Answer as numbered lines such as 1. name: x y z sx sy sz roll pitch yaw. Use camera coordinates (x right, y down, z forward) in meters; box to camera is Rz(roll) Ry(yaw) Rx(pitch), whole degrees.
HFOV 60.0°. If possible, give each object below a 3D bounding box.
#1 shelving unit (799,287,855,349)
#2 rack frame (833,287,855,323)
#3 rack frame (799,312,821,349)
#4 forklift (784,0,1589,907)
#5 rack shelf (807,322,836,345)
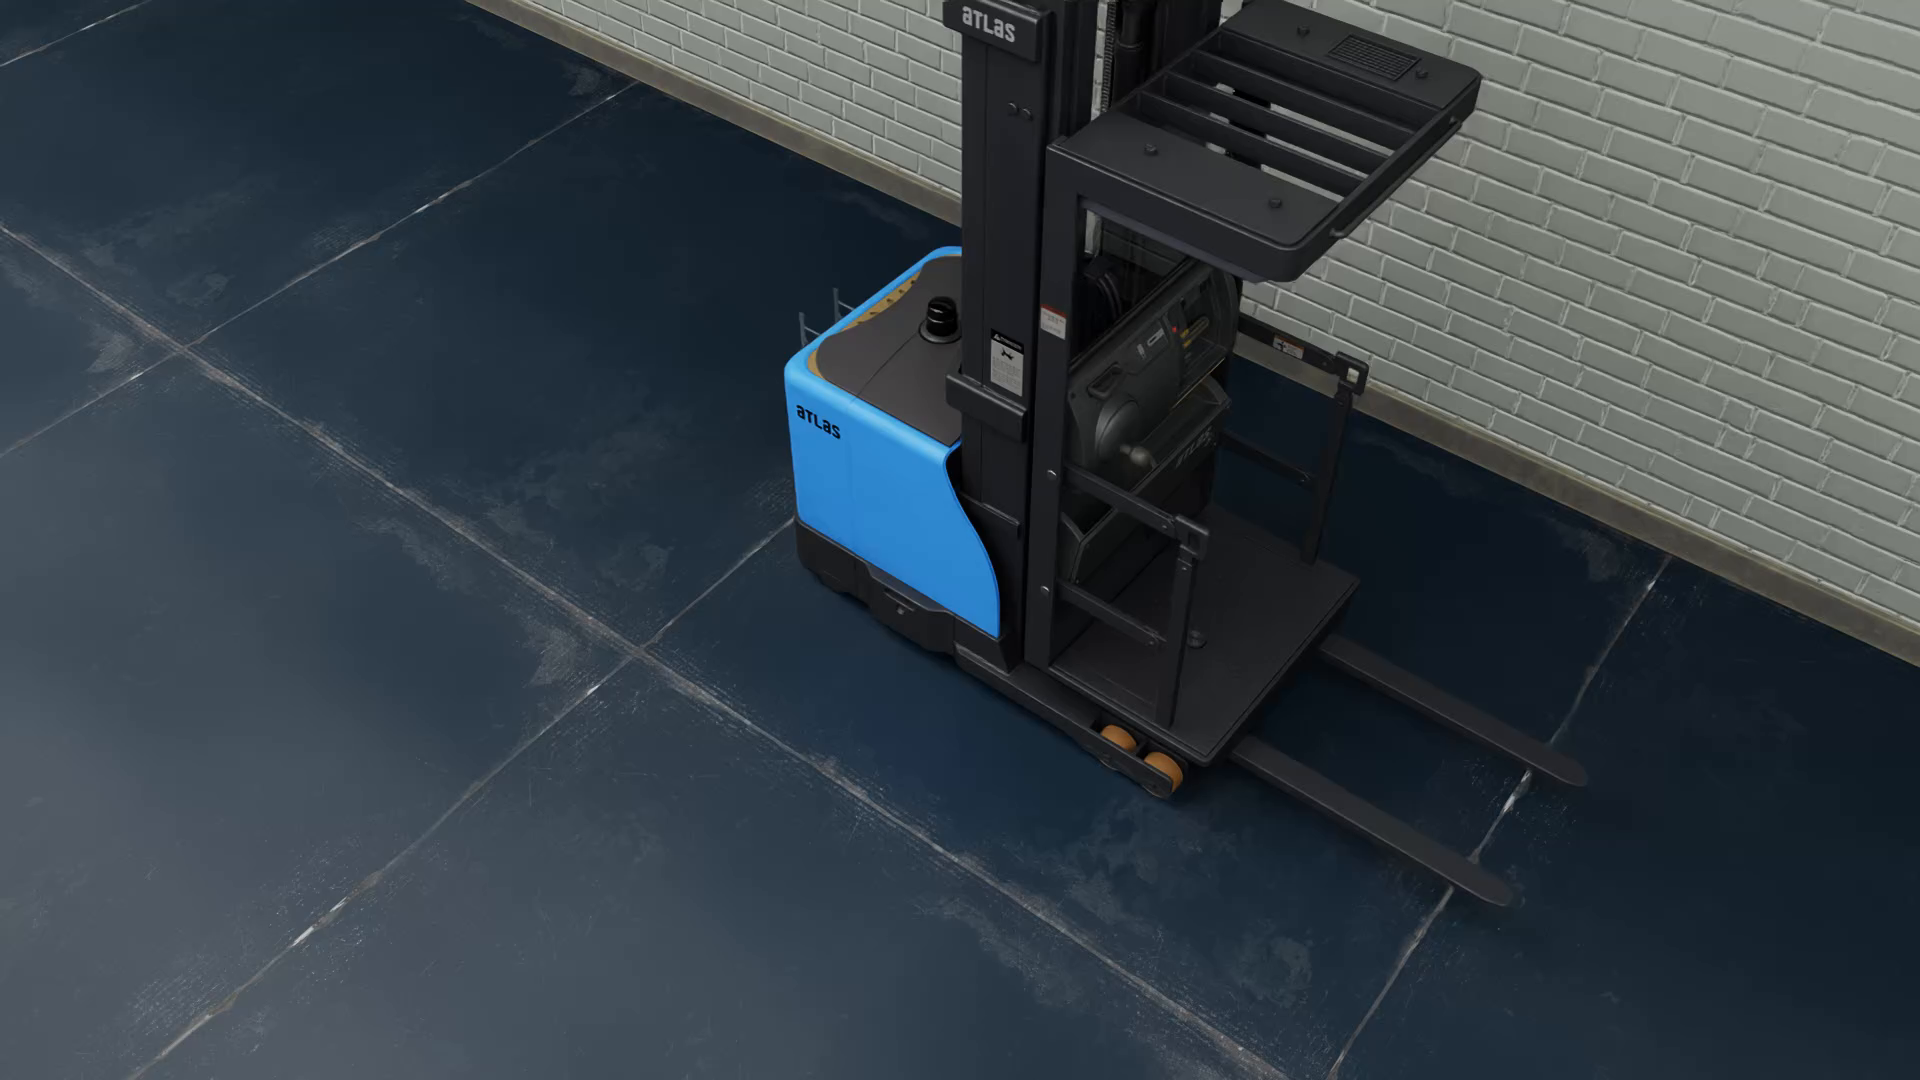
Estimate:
1. shelving unit: -0.473 -0.586 6.852 0.258 0.900 0.210 30 53 25
2. rack frame: -0.409 -0.643 6.907 0.240 0.900 0.006 30 53 25
3. rack frame: -0.536 -0.528 6.797 0.240 0.900 0.006 30 53 25
4. forklift: 0.810 -0.522 5.386 3.031 2.935 1.130 30 53 25
5. rack shelf: -0.473 -0.749 6.681 0.258 0.077 0.200 30 53 25
